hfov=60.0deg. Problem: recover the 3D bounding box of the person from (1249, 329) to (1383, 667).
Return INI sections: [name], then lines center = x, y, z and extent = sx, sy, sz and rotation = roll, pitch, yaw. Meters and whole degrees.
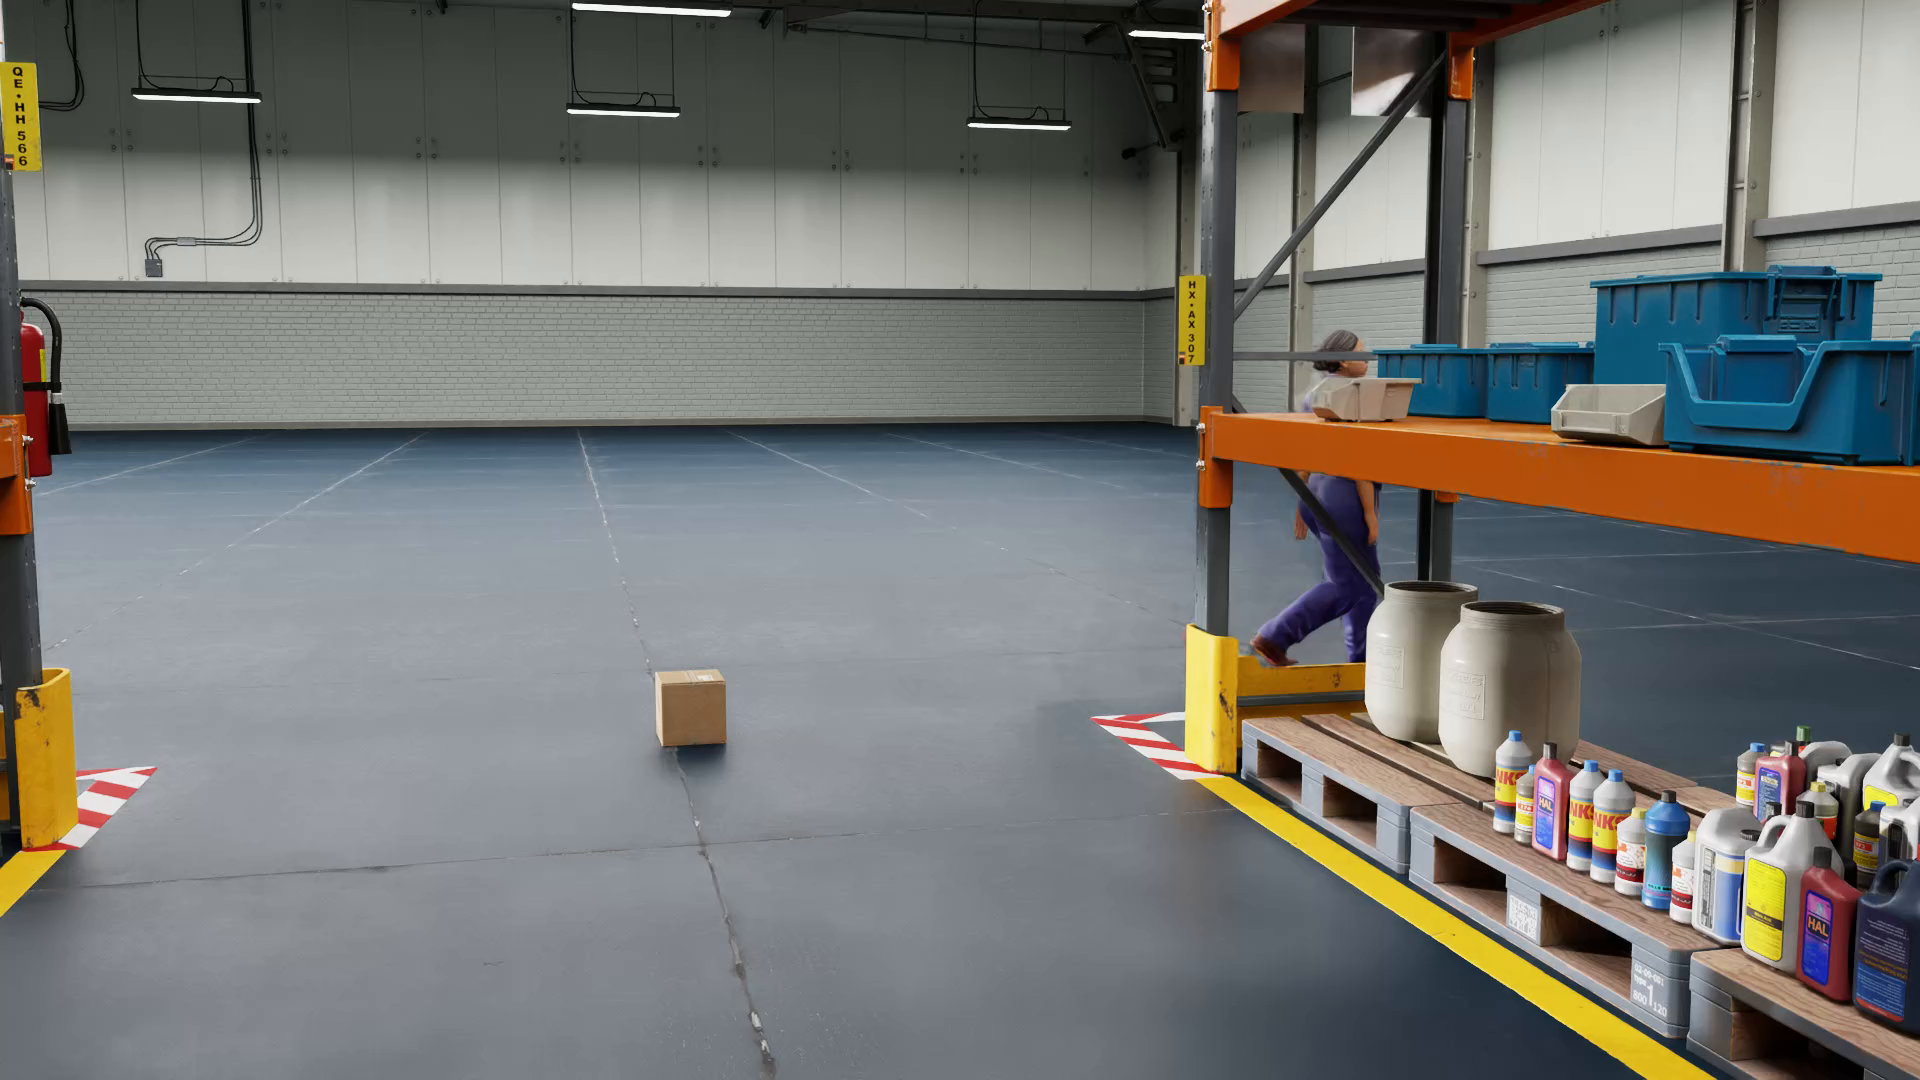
[person]
center = 1.716, -0.153, 7.593
extent = 0.882, 1.606, 0.510
rotation = -2, 6, -15
